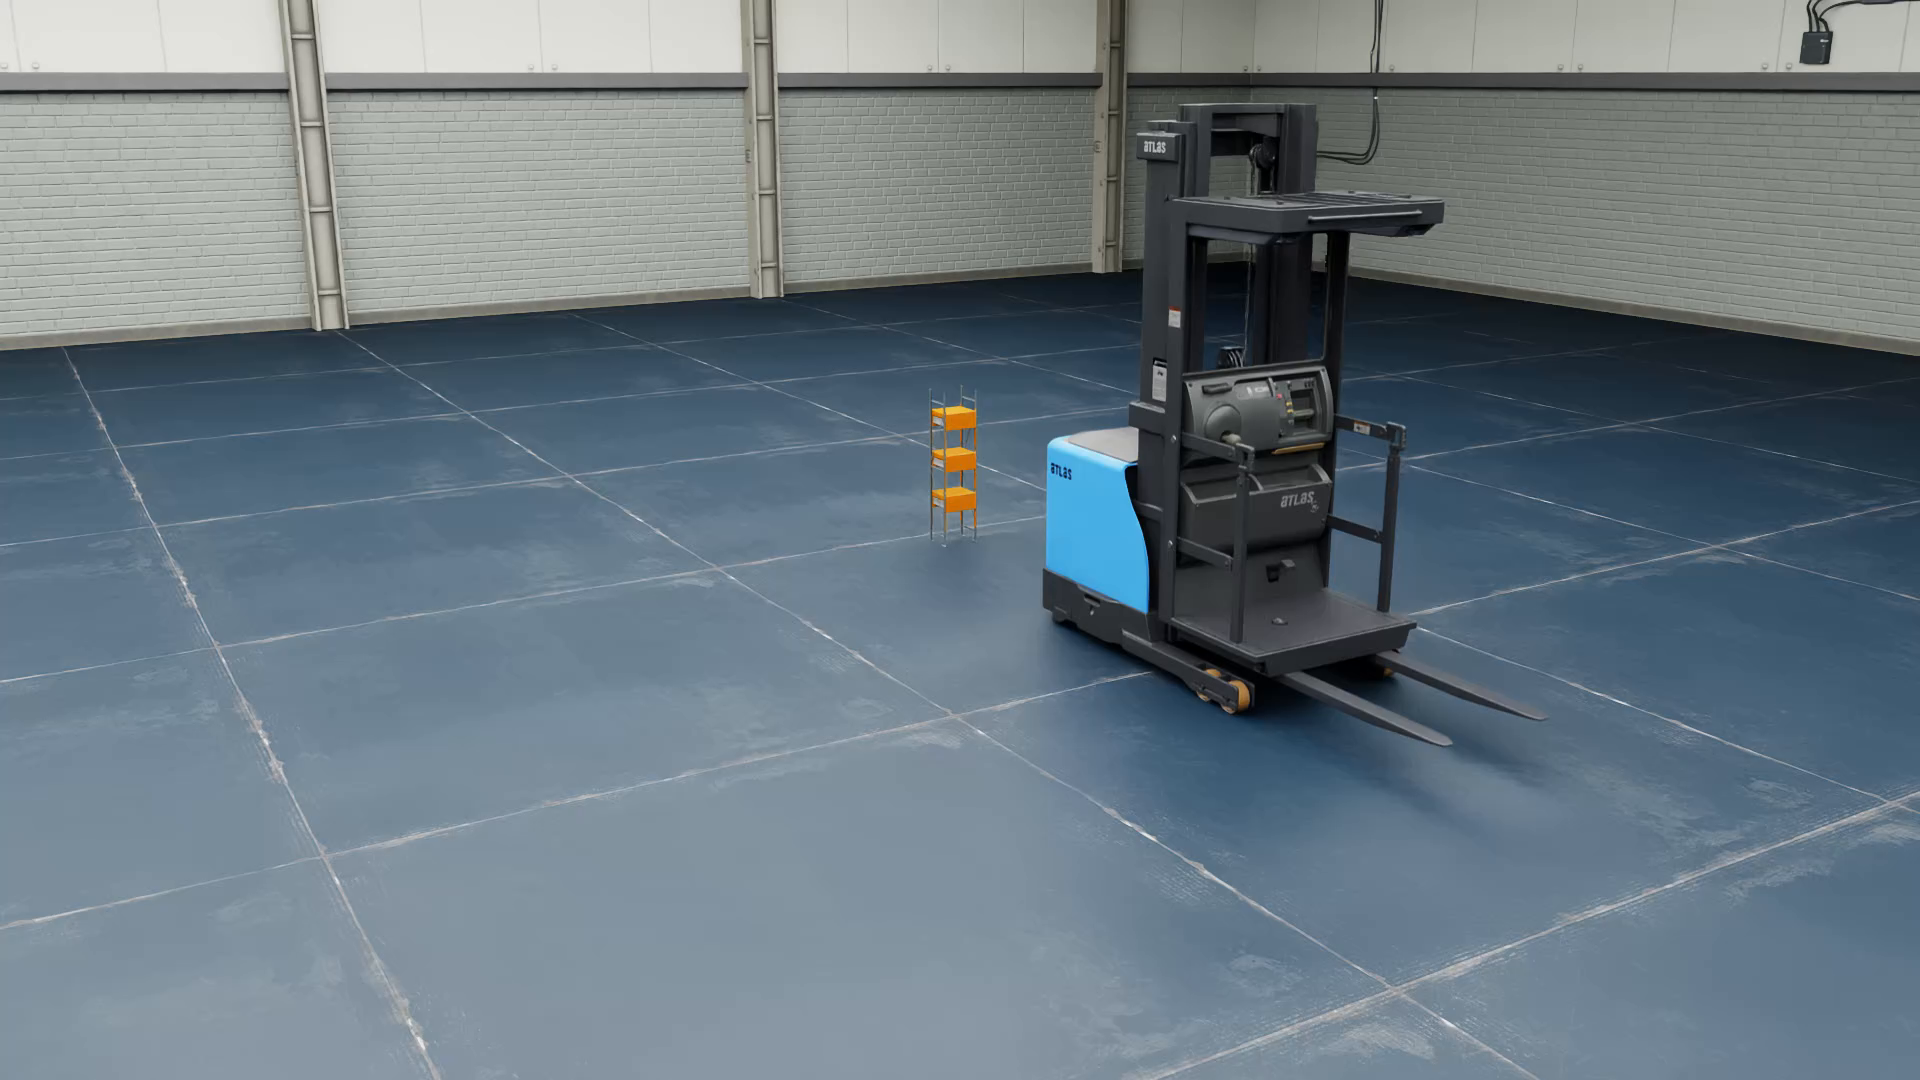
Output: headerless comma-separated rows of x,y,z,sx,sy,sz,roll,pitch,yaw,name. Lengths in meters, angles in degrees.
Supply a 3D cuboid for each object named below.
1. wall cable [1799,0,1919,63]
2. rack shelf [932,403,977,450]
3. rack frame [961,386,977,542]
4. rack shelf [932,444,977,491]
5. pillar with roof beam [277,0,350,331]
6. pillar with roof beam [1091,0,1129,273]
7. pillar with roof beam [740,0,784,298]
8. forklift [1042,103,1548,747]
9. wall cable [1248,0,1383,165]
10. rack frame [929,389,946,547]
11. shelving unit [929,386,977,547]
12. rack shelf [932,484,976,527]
10.451,-8.211,17.729,0.169,6.003,2.305,-9,18,-30,wall cable
-0.046,-0.761,11.168,0.240,0.259,0.215,-9,18,-30,rack shelf
0.059,-0.515,11.302,0.008,1.050,0.200,-9,18,-30,rack frame
-0.046,-0.488,11.244,0.240,0.259,0.215,-9,18,-30,rack shelf
-5.700,-6.005,16.159,0.400,9.000,9.100,-9,18,-30,pillar with roof beam
4.586,-7.673,22.109,0.400,9.000,9.100,-9,18,-30,pillar with roof beam
-0.557,-6.839,19.134,0.400,9.000,9.100,-9,18,-30,pillar with roof beam
1.662,-0.685,8.422,1.130,2.935,3.031,-9,18,-29,forklift
5.575,-7.277,26.451,0.112,2.526,3.097,-9,18,-30,wall cable
-0.150,-0.481,11.181,0.008,1.050,0.200,-9,18,-30,rack frame
-0.046,-0.498,11.242,0.252,1.050,0.215,-9,18,-30,shelving unit
-0.046,-0.220,11.319,0.240,0.259,0.215,-9,18,-30,rack shelf
